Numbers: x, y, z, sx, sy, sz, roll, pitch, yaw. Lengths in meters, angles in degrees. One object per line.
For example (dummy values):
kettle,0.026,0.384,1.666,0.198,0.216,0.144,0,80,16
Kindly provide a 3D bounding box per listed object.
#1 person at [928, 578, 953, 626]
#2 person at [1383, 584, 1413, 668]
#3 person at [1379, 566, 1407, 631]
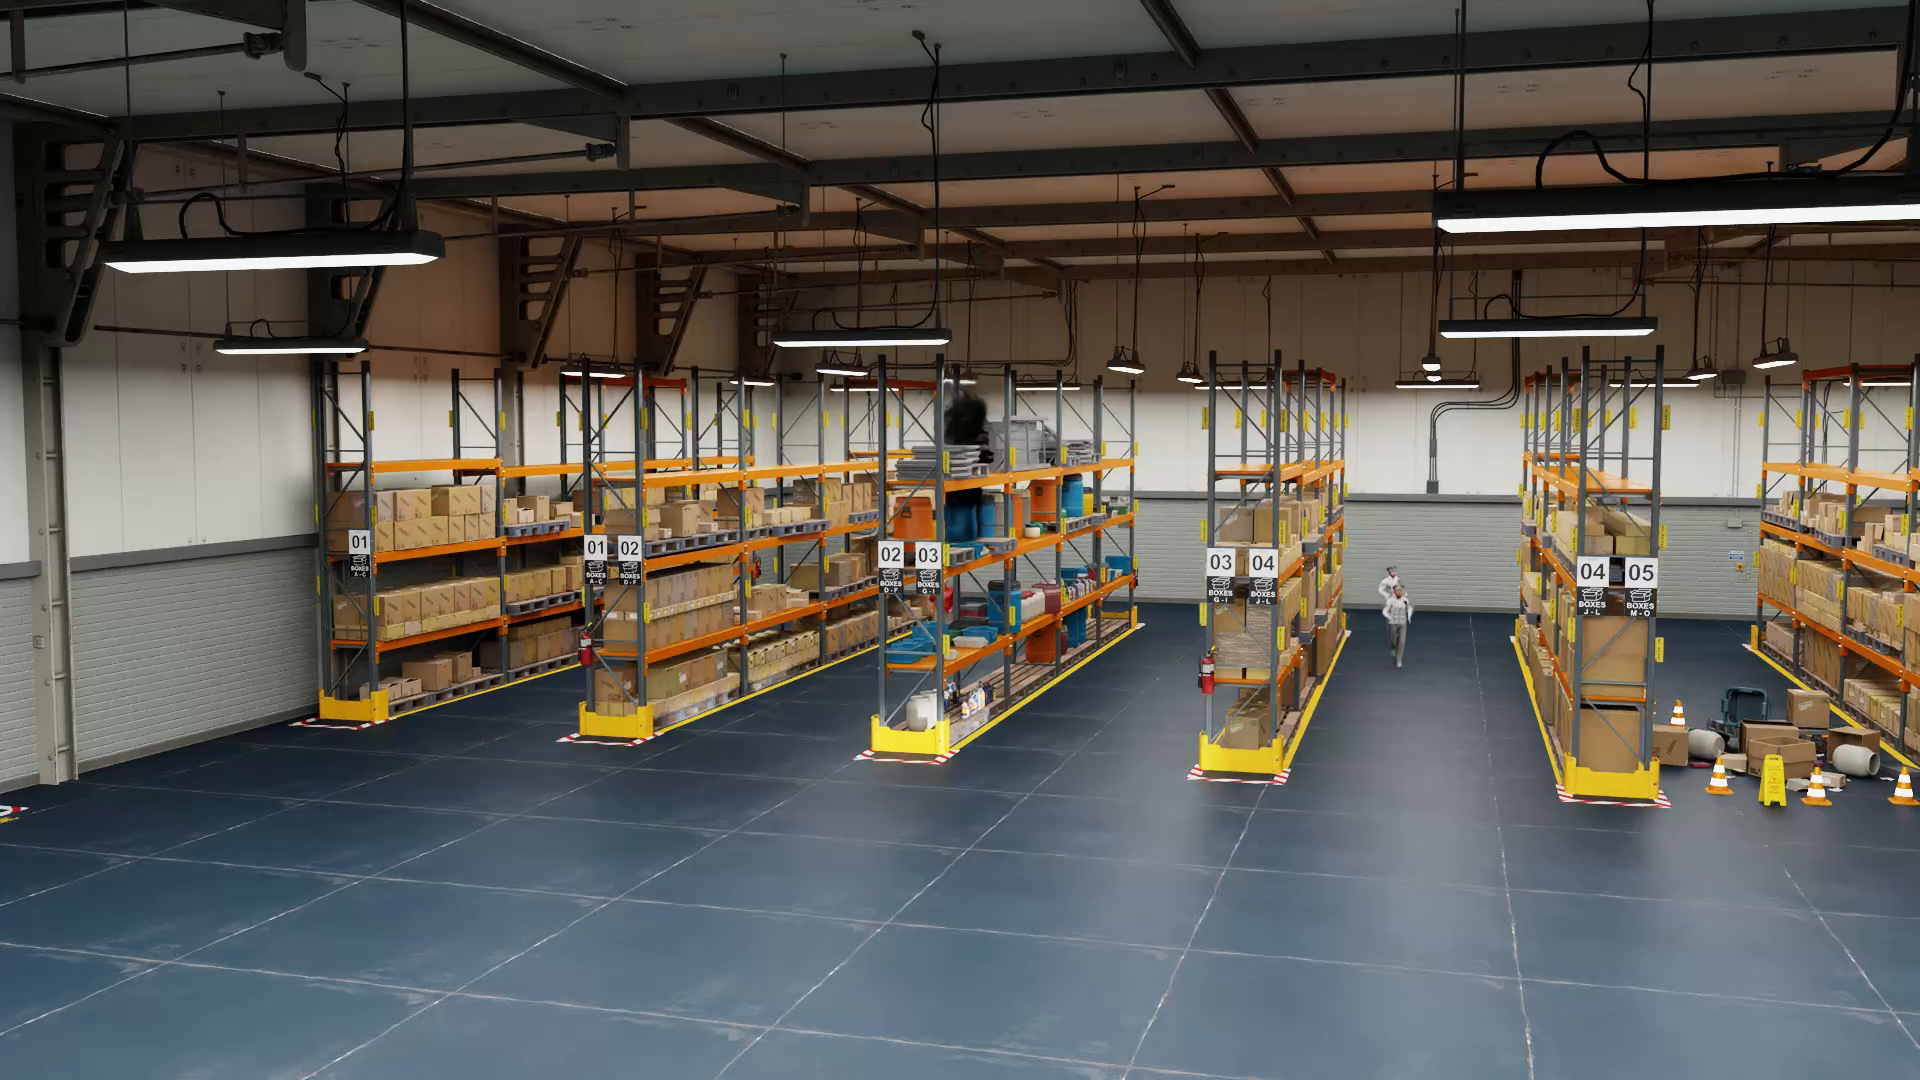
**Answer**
person,-0.365,1.622,35.564,0.661,1.673,0.585,0,4,7
person,8.995,1.735,34.141,0.621,1.692,0.836,1,4,7
person,10.204,1.407,39.032,0.621,1.622,0.505,-3,5,-33
